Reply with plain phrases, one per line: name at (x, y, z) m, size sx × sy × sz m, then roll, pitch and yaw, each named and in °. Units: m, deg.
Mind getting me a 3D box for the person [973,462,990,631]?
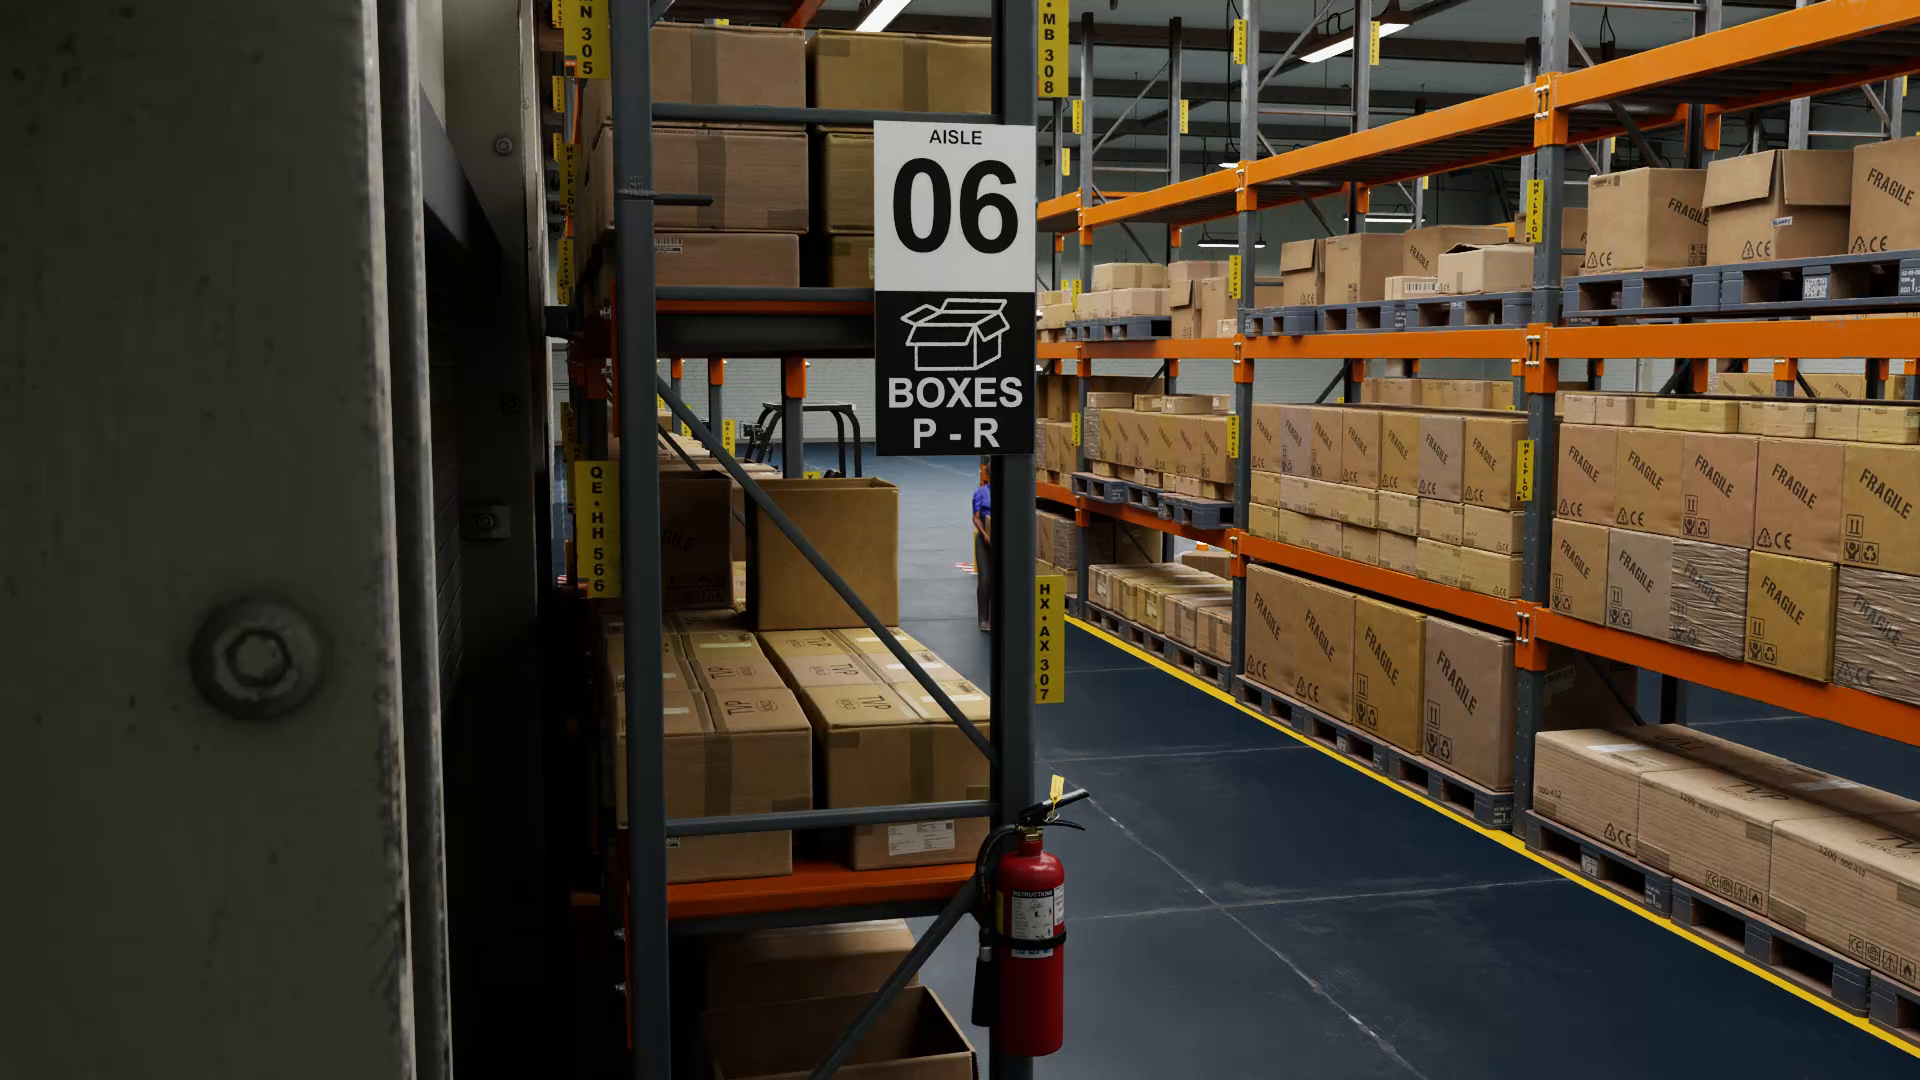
person at (0.352, 0.057, 16.234) m, size 0.451 × 1.650 × 0.512 m, roll -1°, pitch 6°, yaw -13°
